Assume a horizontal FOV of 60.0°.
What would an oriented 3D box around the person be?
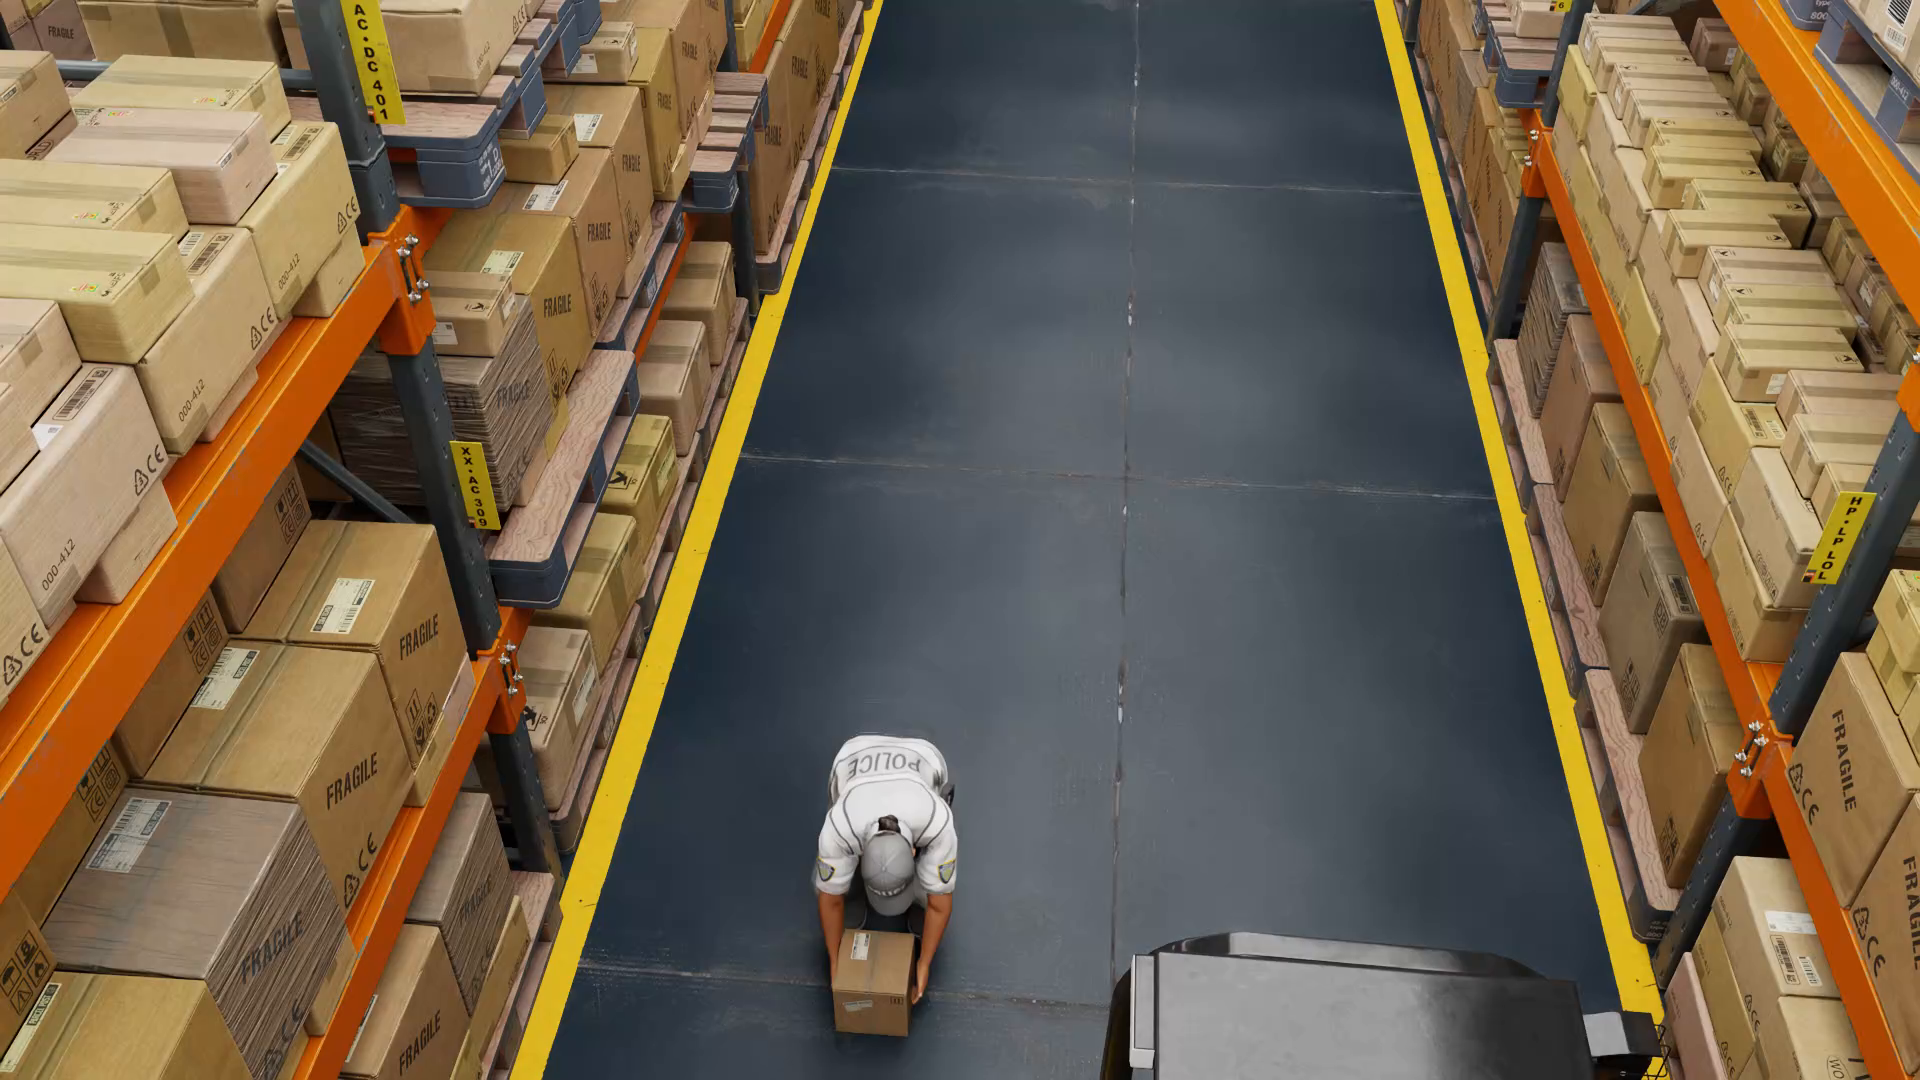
[{"bbox_3d":[-0.256,1.078,5.816,0.515,0.848,0.853,3,40,4],"label":"person"}]
